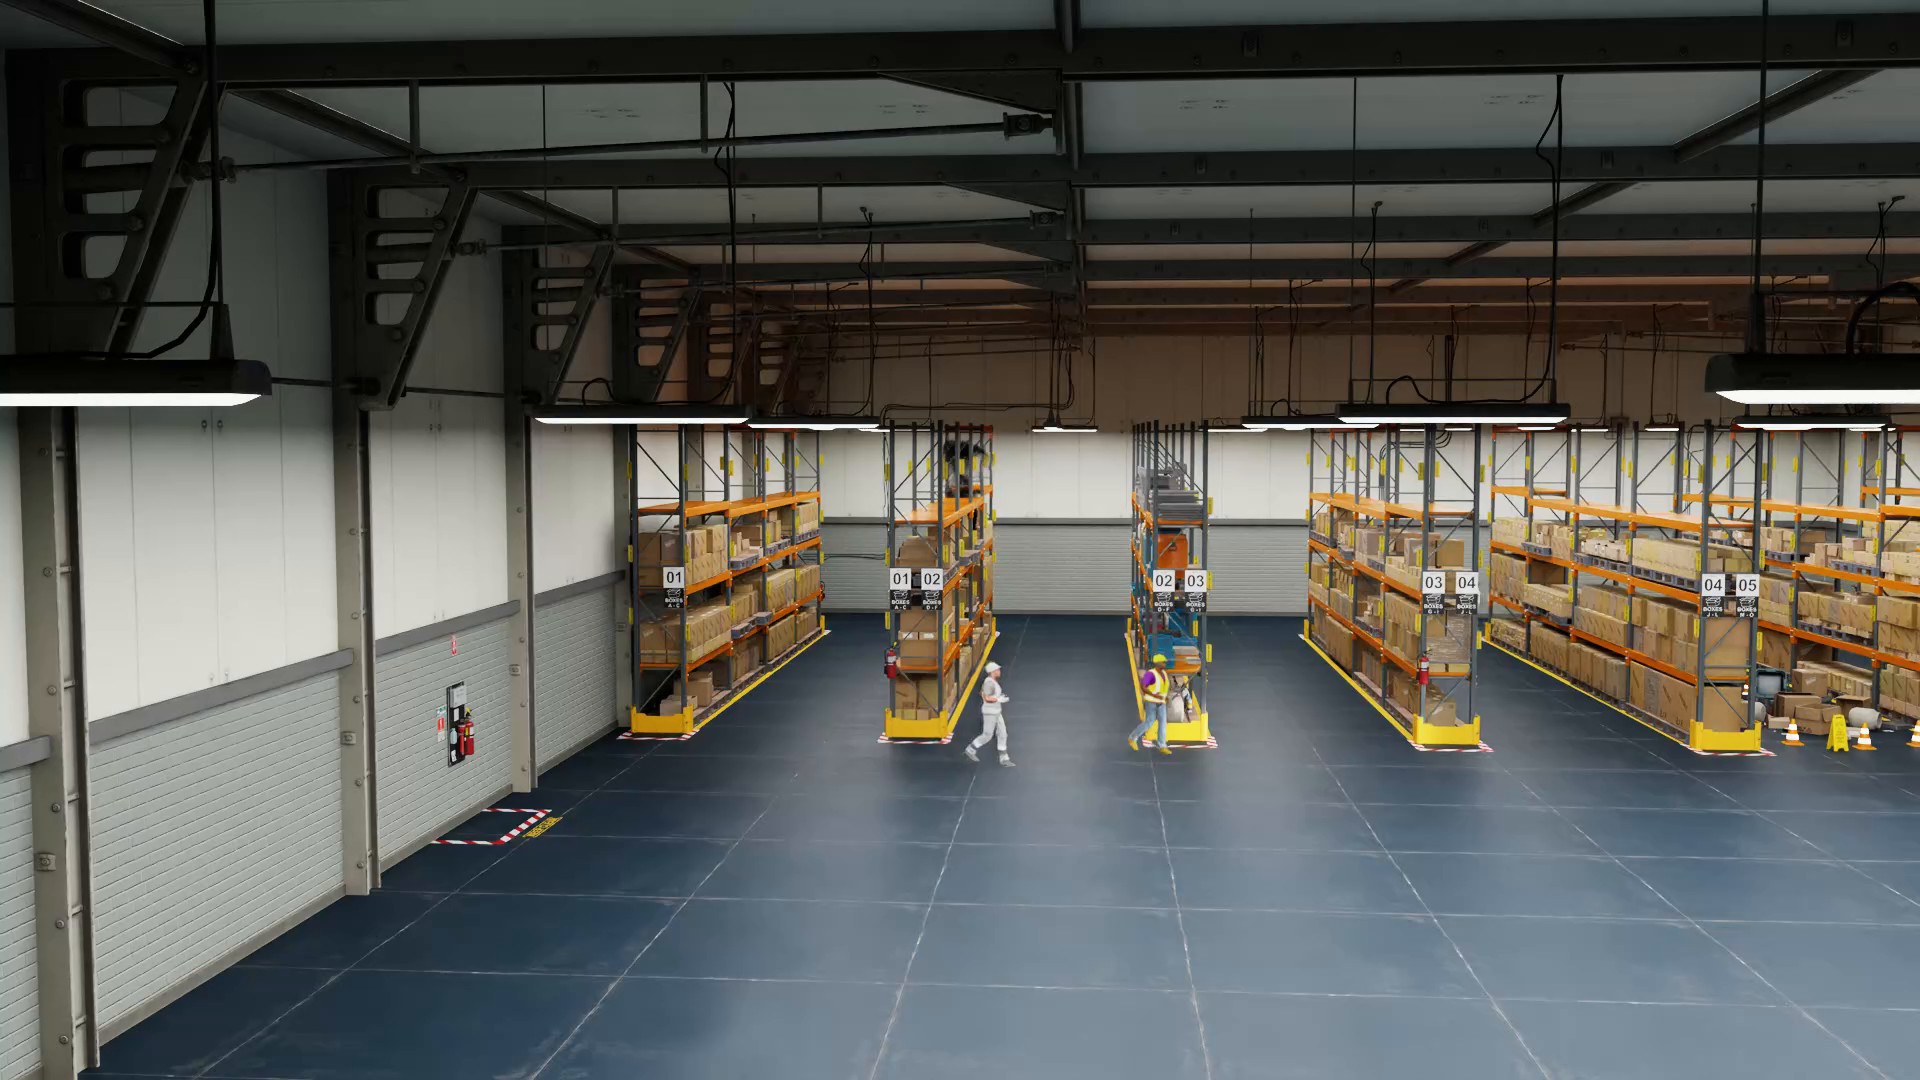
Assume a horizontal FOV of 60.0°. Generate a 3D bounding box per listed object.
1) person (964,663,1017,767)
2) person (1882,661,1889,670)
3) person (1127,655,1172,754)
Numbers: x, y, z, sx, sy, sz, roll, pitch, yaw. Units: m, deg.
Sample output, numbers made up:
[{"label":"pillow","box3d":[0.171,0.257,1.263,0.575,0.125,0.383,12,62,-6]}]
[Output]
[{"label":"person","box3d":[0.518,3.012,28.612,0.919,1.800,0.634,1,4,15]},{"label":"person","box3d":[21.311,2.532,37.961,0.579,1.553,0.913,0,4,-5]},{"label":"person","box3d":[3.547,2.935,29.960,0.894,1.746,0.755,3,5,44]}]
